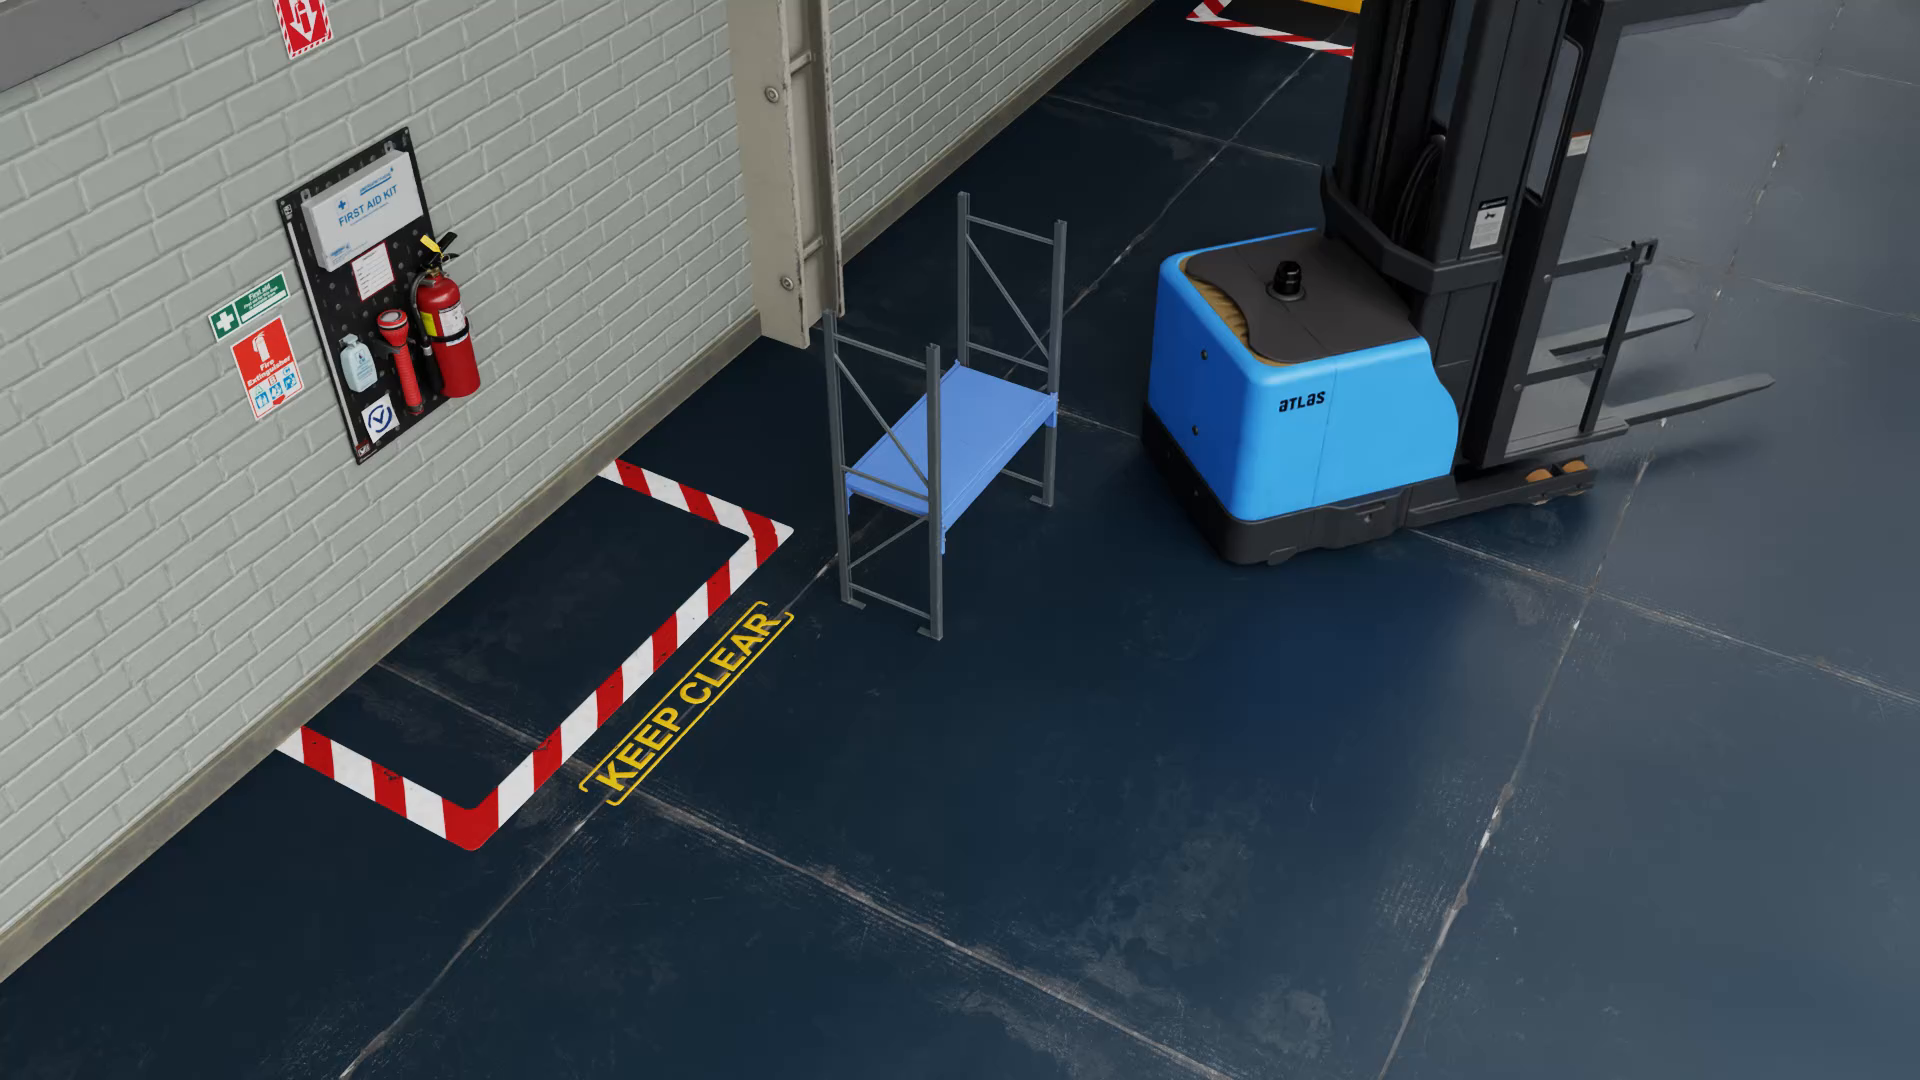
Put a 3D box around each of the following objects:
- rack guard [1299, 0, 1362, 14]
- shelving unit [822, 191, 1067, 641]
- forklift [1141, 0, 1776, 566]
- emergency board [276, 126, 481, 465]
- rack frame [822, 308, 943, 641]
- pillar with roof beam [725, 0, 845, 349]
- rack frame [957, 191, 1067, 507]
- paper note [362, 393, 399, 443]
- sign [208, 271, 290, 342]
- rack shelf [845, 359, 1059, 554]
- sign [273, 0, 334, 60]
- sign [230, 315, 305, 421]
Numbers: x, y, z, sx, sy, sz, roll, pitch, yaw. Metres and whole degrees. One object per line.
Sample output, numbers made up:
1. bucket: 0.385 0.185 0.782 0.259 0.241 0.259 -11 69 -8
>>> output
1. rack guard: 2.592 -4.139 11.888 1.175 0.500 0.348 21 45 22
2. shelving unit: -0.043 -0.514 7.014 0.538 1.500 1.048 21 45 22
3. forklift: 2.443 -1.580 7.142 3.031 2.935 1.130 -13 43 -15
4. emergency board: -2.117 -0.886 6.302 0.194 1.169 0.643 21 45 22
5. rack frame: -0.297 -0.223 6.684 0.500 1.500 0.032 21 45 22
6. pillar with roof beam: 2.880 -3.115 4.294 9.100 9.000 0.400 21 45 22
7. rack frame: 0.212 -0.805 7.345 0.500 1.500 0.032 21 45 22
8. paper note: -2.265 -0.477 6.504 0.016 0.148 0.142 21 45 22
9. sign: -2.473 -0.816 5.794 0.001 0.109 0.331 21 45 22
10. rack shelf: -0.043 -0.379 7.133 0.538 0.185 1.000 21 45 22
11. sign: -2.207 -1.784 5.568 0.001 0.298 0.199 21 45 22
12. sign: -2.483 -0.617 5.970 0.001 0.329 0.234 21 45 22
